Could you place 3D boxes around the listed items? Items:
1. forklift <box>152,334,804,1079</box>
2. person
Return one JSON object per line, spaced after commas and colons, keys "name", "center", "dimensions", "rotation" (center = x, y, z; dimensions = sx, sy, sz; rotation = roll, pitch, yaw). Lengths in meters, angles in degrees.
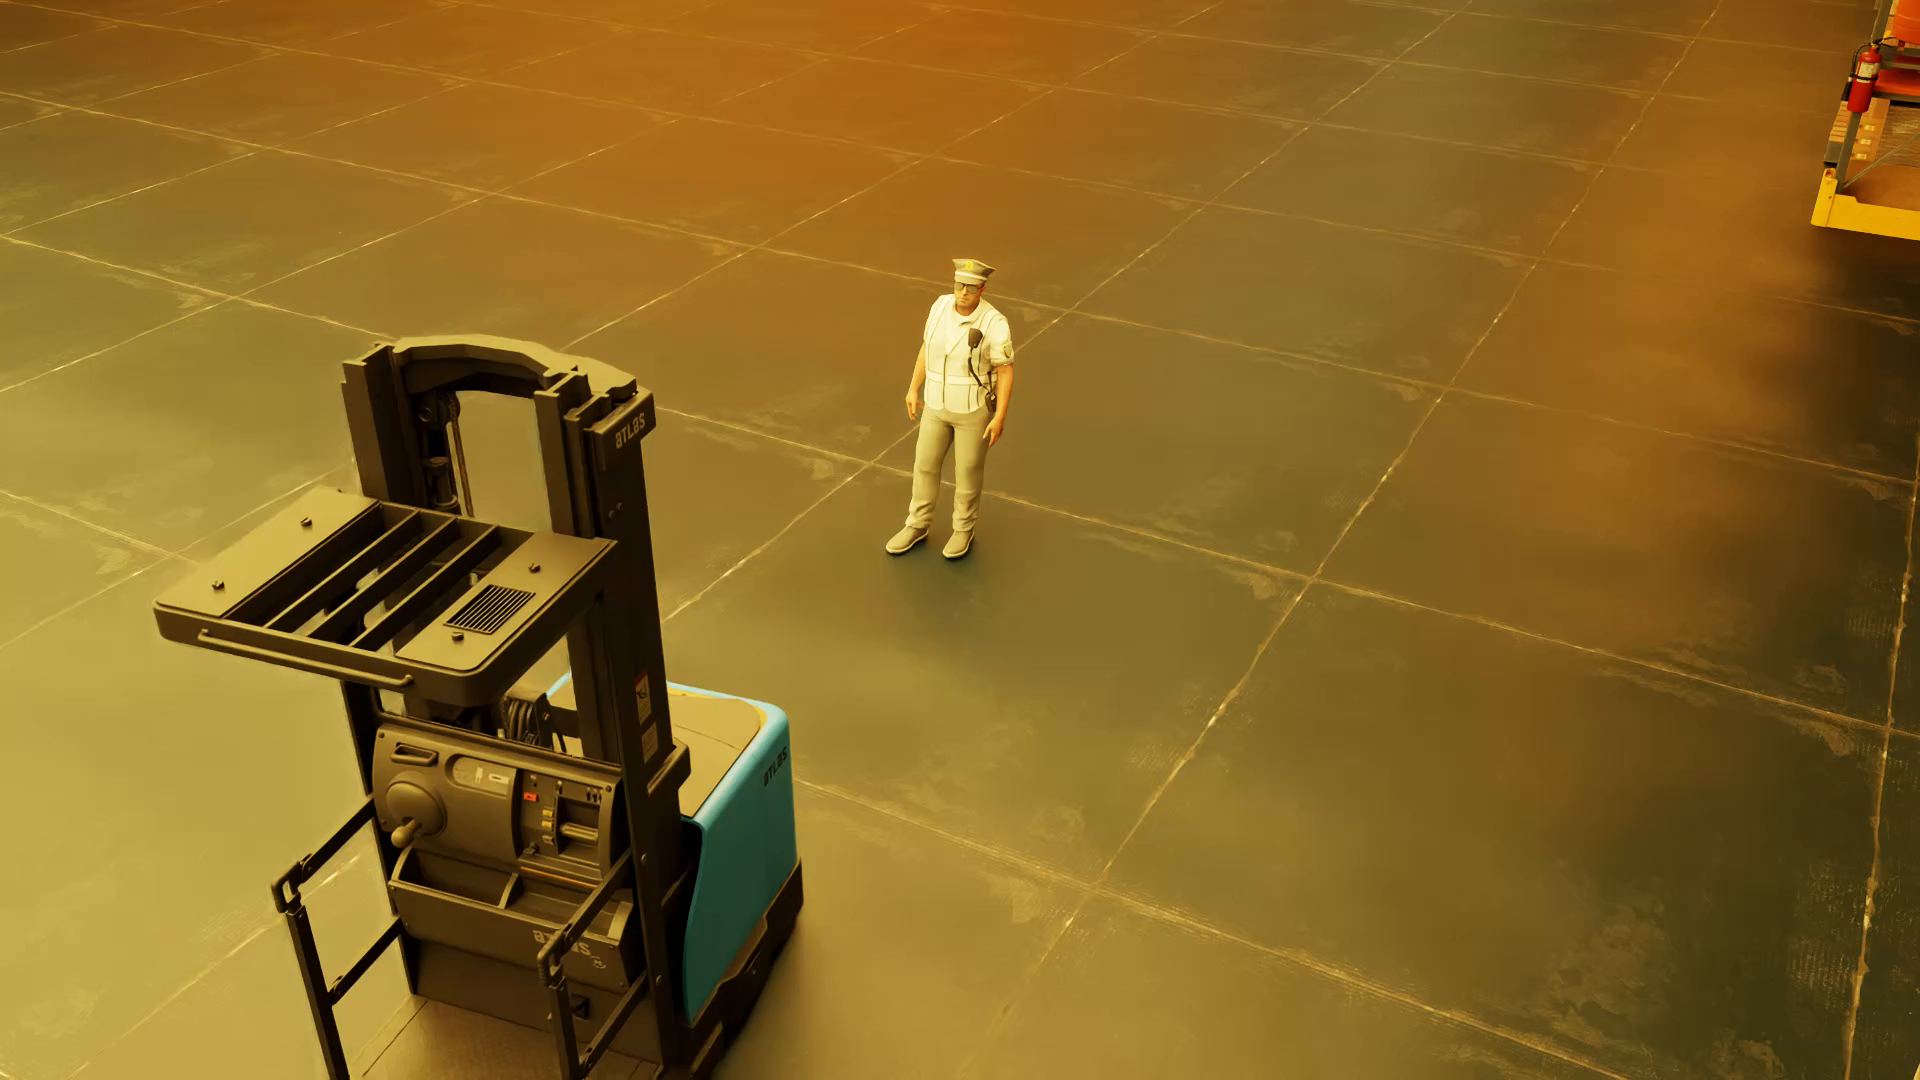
{"name": "forklift", "center": [-1.644, 0.945, 5.433], "dimensions": [1.130, 2.935, 3.031], "rotation": [10, 31, 17]}
{"name": "person", "center": [-0.048, -0.747, 9.500], "dimensions": [0.640, 1.781, 0.575], "rotation": [15, 33, 25]}
